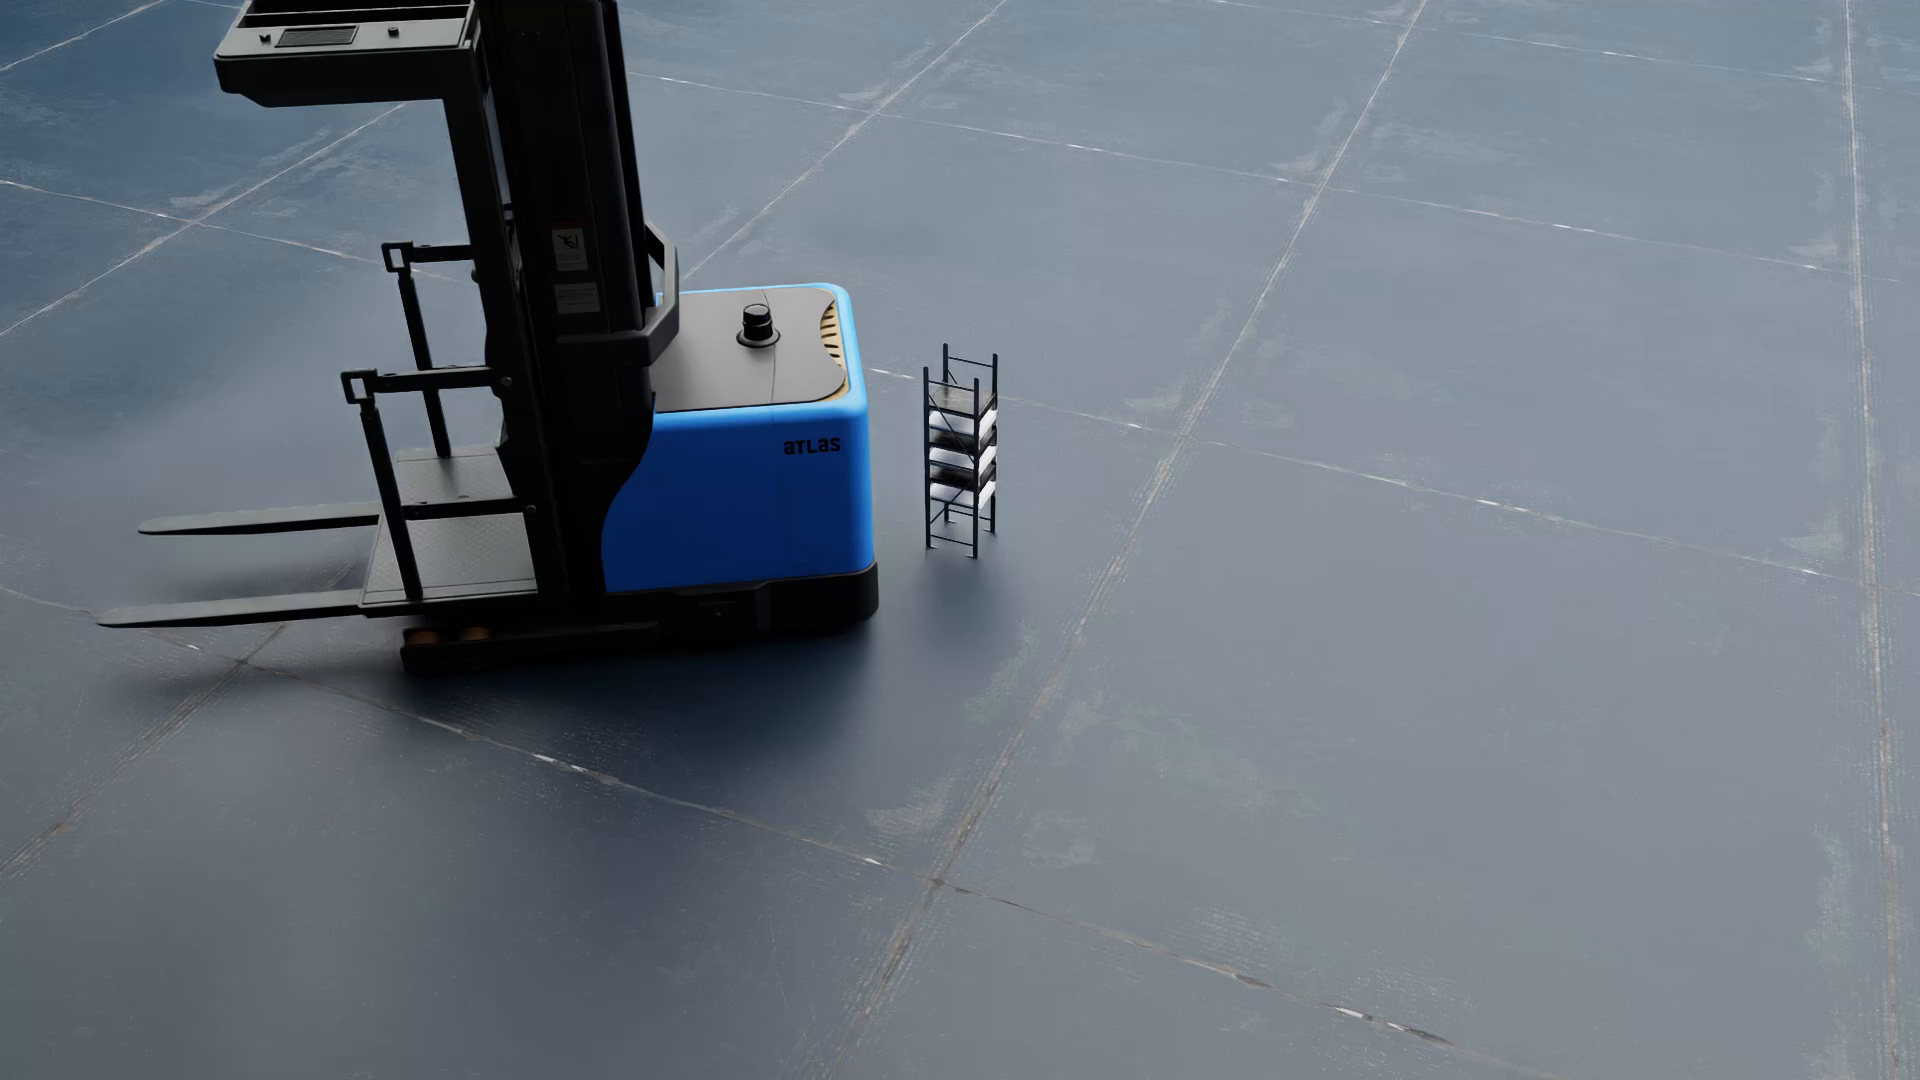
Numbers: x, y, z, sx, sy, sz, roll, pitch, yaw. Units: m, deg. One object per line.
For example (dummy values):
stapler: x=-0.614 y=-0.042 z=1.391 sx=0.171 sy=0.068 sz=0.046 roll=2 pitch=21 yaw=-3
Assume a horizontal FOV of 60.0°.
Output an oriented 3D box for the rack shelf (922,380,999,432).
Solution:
rack shelf: x=0.003 y=-0.555 z=6.845 sx=0.258 sy=0.077 sz=0.200 roll=14 pitch=39 yaw=18

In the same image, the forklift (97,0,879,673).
forklift: x=-1.889 y=-0.988 z=6.123 sx=3.031 sy=2.935 sz=1.130 roll=-5 pitch=37 yaw=-6

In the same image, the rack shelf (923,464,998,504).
rack shelf: x=0.003 y=-0.266 z=7.060 sx=0.258 sy=0.077 sz=0.200 roll=14 pitch=39 yaw=18

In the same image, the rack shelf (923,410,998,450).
rack shelf: x=0.003 y=-0.482 z=6.899 sx=0.258 sy=0.077 sz=0.200 roll=14 pitch=39 yaw=18

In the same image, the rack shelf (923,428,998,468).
rack shelf: x=0.003 y=-0.410 z=6.953 sx=0.258 sy=0.077 sz=0.200 roll=14 pitch=39 yaw=18

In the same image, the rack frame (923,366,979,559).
rack frame: x=-0.036 y=-0.309 z=6.911 sx=0.240 sy=0.900 sz=0.006 roll=14 pitch=39 yaw=18

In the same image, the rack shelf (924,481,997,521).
rack shelf: x=0.003 y=-0.194 z=7.114 sx=0.258 sy=0.077 sz=0.200 roll=14 pitch=39 yaw=18

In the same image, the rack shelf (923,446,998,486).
rack shelf: x=0.003 y=-0.338 z=7.007 sx=0.258 sy=0.077 sz=0.200 roll=14 pitch=39 yaw=18

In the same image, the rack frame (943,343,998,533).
rack frame: x=0.042 y=-0.421 z=7.062 sx=0.240 sy=0.900 sz=0.006 roll=14 pitch=39 yaw=18

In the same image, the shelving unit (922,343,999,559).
shelving unit: x=0.003 y=-0.365 z=6.987 sx=0.258 sy=0.900 sz=0.210 roll=14 pitch=39 yaw=18
